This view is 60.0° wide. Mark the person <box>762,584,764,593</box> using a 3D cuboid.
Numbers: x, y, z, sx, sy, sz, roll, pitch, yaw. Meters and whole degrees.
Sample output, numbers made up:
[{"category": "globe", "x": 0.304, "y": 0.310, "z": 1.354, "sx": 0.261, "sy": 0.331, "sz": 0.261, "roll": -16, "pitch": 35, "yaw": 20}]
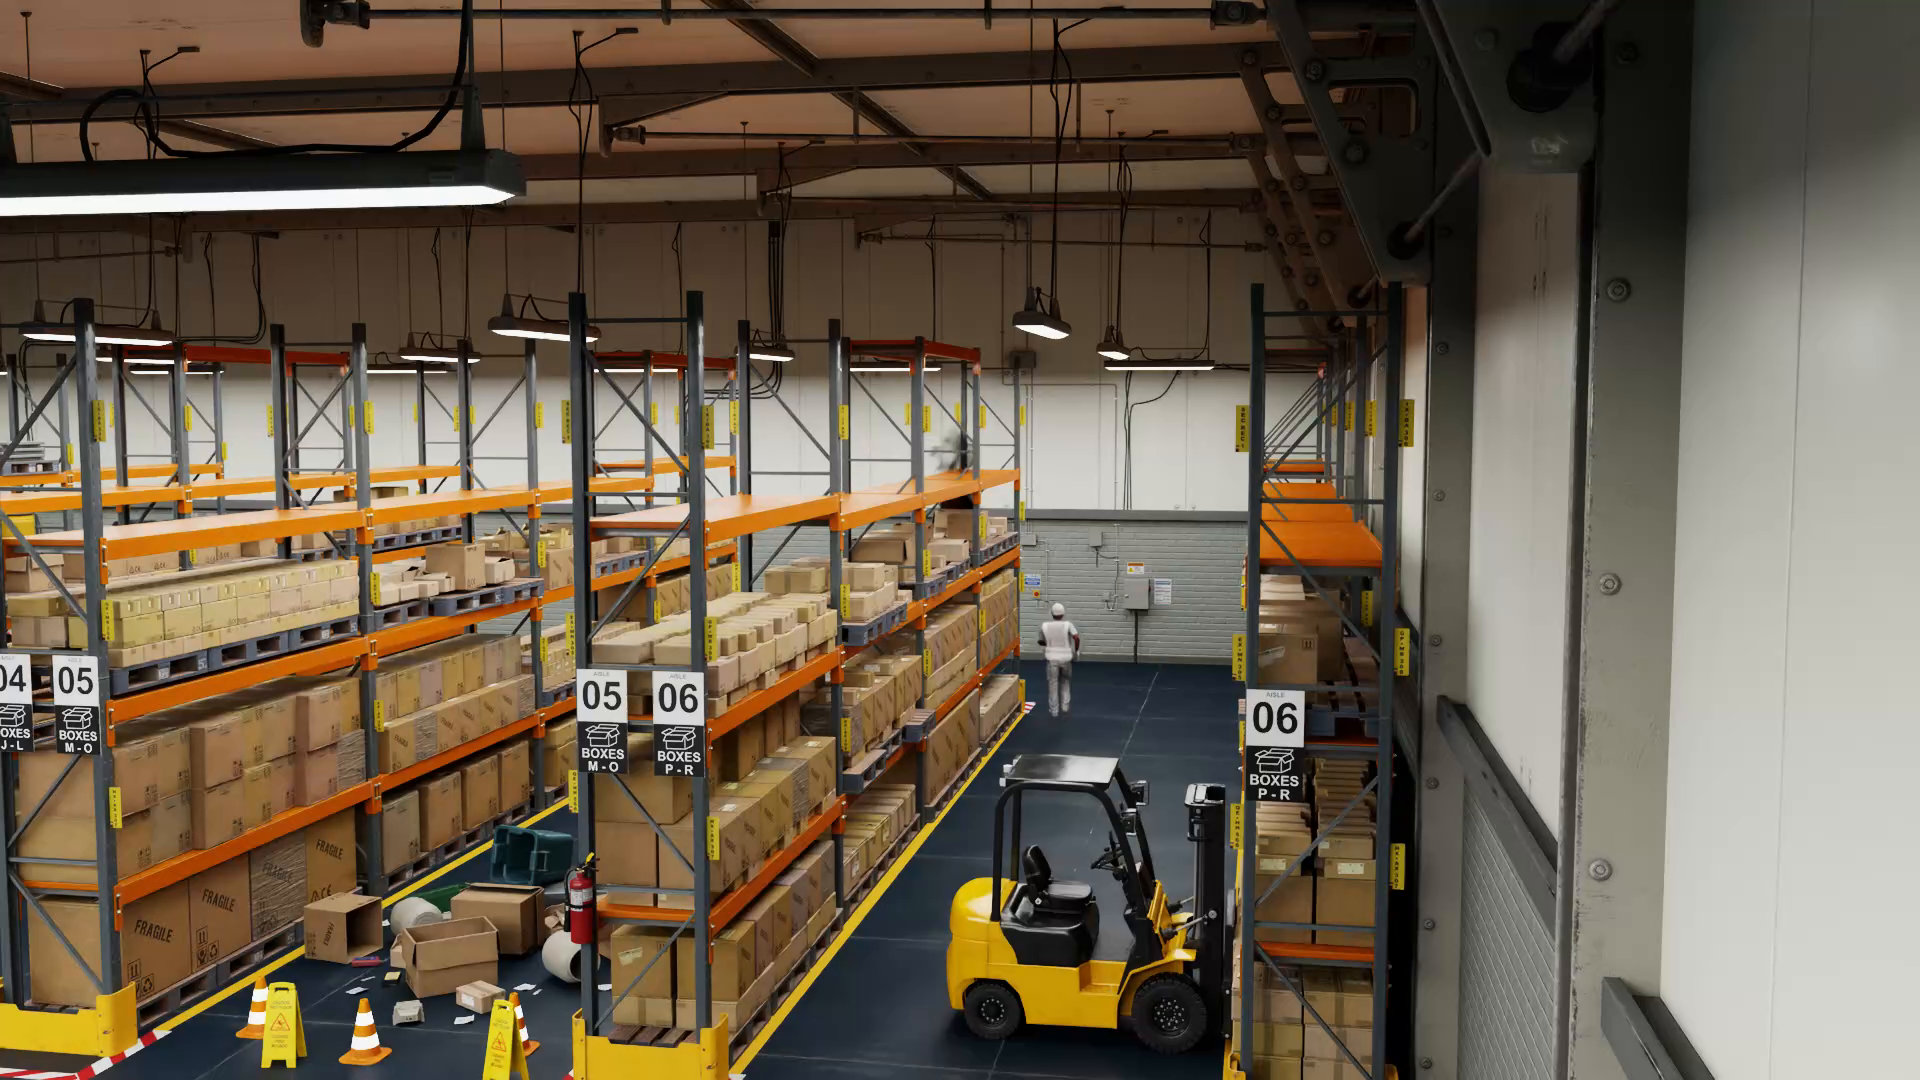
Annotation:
[{"category": "person", "x": -3.440, "y": 1.627, "z": 29.912, "sx": 0.711, "sy": 1.762, "sz": 0.816, "roll": -4, "pitch": 6, "yaw": -40}]

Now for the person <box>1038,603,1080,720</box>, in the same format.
[{"category": "person", "x": 1.548, "y": 1.919, "z": 26.000, "sx": 0.654, "sy": 1.880, "sz": 0.723, "roll": 0, "pitch": 5, "yaw": 3}]
